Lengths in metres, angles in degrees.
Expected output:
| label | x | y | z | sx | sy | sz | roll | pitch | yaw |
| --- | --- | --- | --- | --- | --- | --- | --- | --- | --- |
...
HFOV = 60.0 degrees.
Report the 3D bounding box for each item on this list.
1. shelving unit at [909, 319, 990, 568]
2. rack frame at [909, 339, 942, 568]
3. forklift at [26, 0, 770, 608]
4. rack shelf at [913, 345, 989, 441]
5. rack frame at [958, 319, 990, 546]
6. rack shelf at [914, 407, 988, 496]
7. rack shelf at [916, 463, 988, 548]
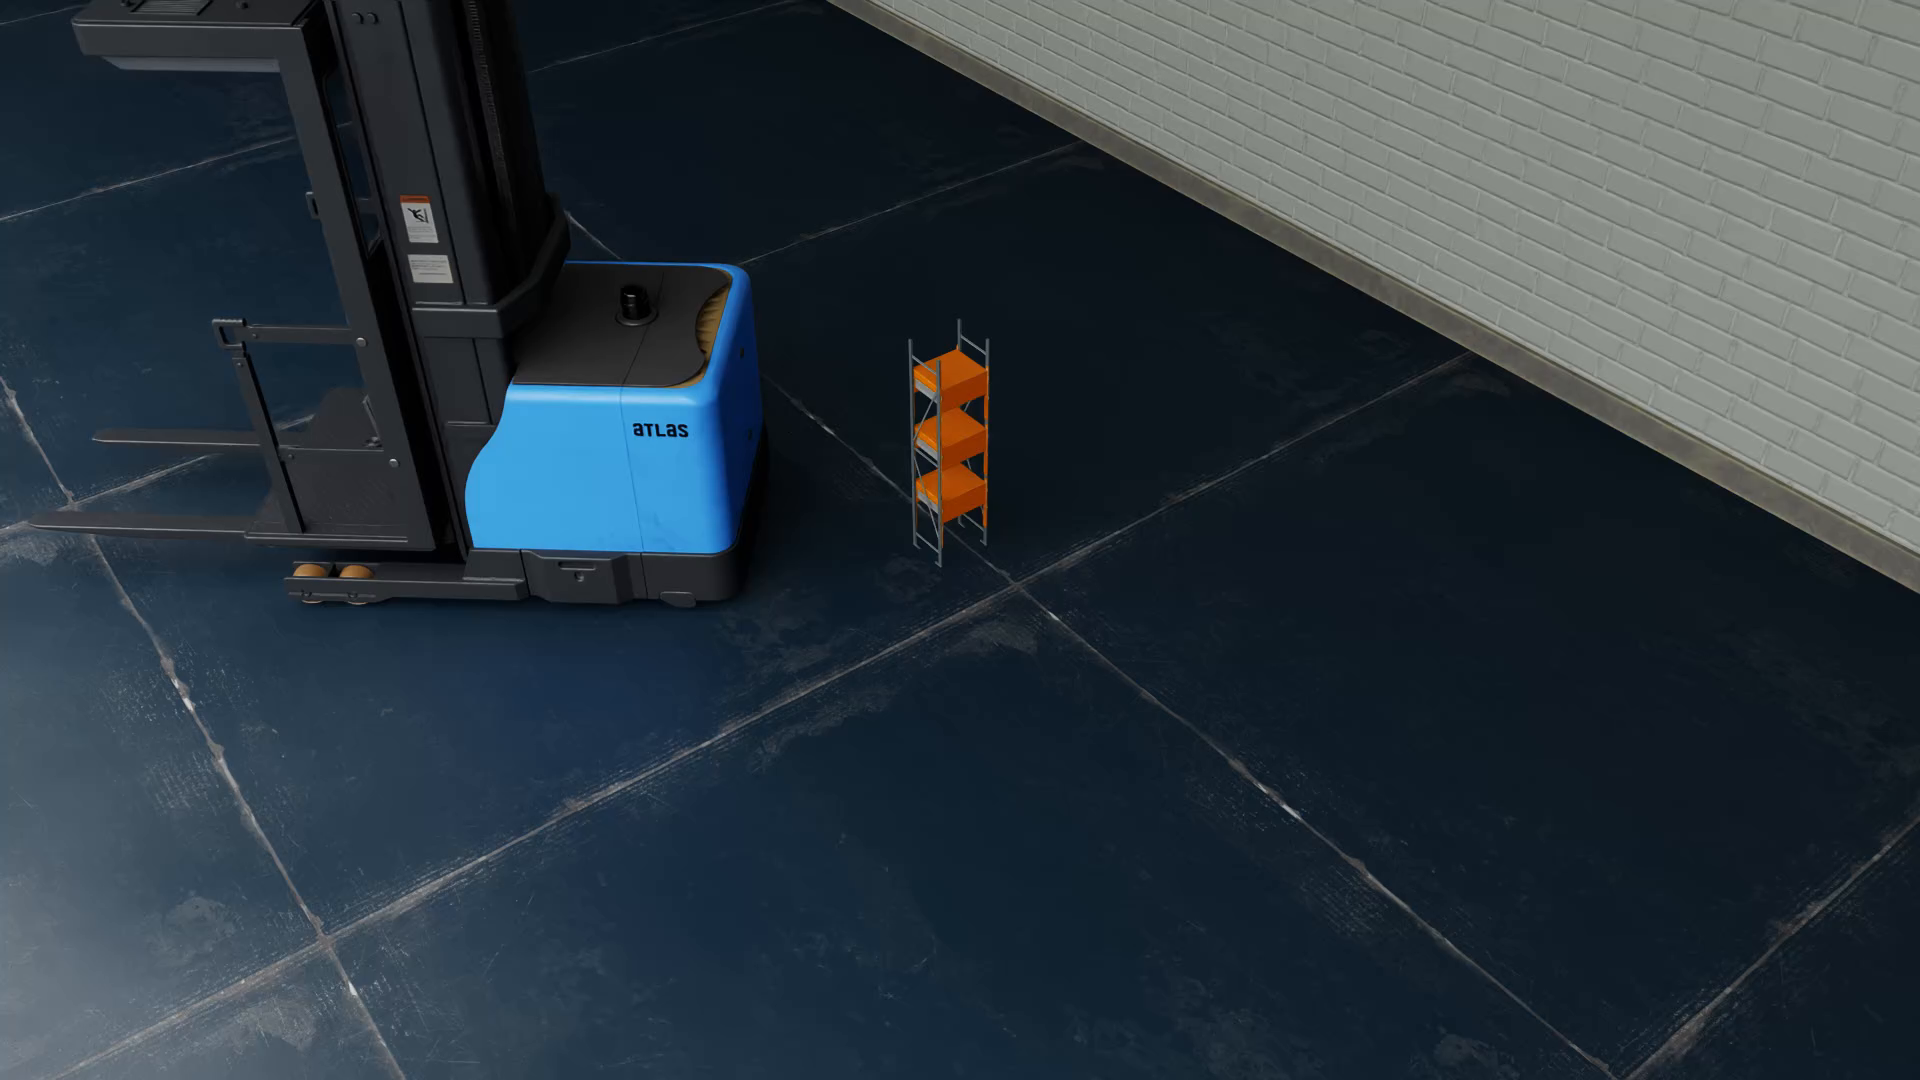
| label | x | y | z | sx | sy | sz | roll | pitch | yaw |
| --- | --- | --- | --- | --- | --- | --- | --- | --- | --- |
| shelving unit | -0.042 | -0.385 | 6.892 | 0.252 | 1.050 | 0.215 | -26 | 46 | -28 |
| rack frame | -0.139 | -0.338 | 6.834 | 0.008 | 1.050 | 0.200 | -26 | 46 | -28 |
| forklift | -2.395 | -1.198 | 6.399 | 3.031 | 2.935 | 1.130 | 2 | 39 | 2 |
| rack shelf | -0.042 | -0.596 | 6.719 | 0.240 | 0.259 | 0.215 | -26 | 46 | -28 |
| rack frame | 0.054 | -0.432 | 6.949 | 0.008 | 1.050 | 0.200 | -26 | 46 | -28 |
| rack shelf | -0.042 | -0.377 | 6.899 | 0.240 | 0.259 | 0.215 | -26 | 46 | -28 |
| rack shelf | -0.042 | -0.162 | 7.075 | 0.240 | 0.259 | 0.215 | -26 | 46 | -28 |
